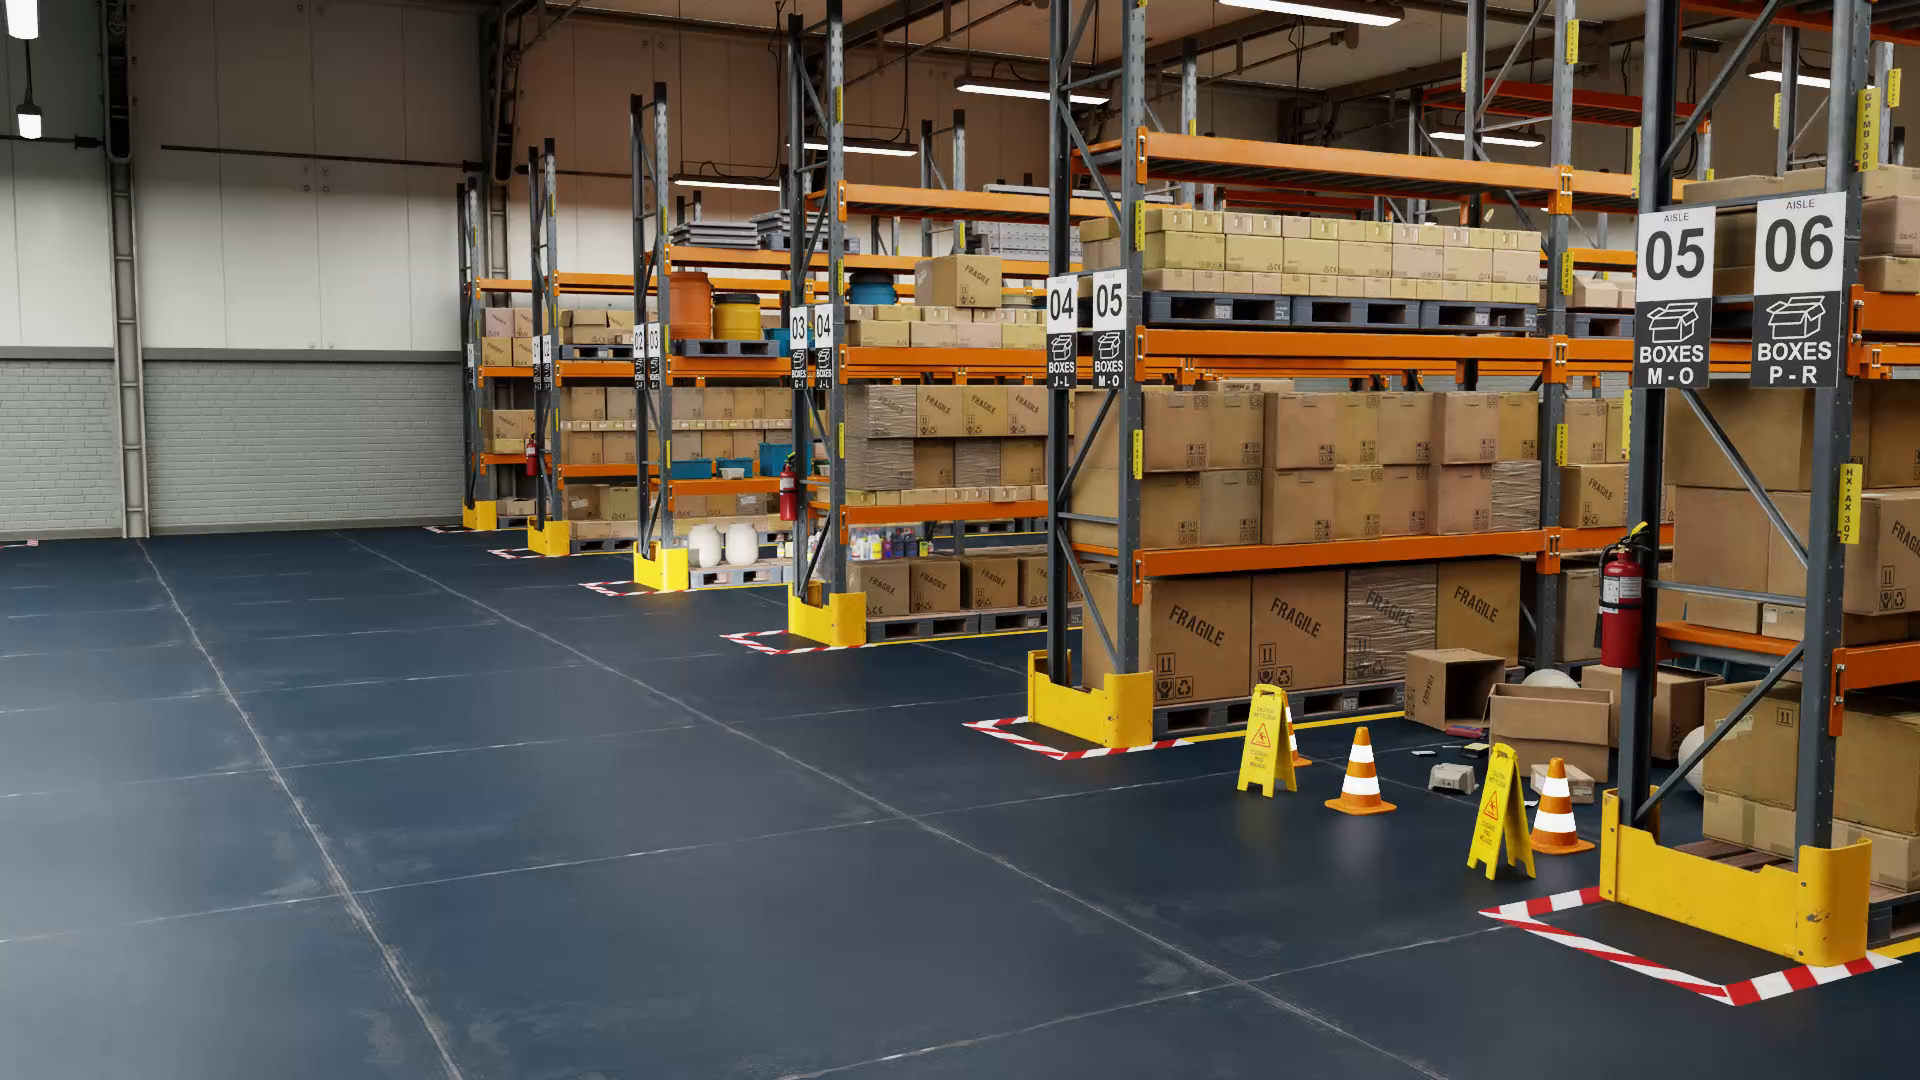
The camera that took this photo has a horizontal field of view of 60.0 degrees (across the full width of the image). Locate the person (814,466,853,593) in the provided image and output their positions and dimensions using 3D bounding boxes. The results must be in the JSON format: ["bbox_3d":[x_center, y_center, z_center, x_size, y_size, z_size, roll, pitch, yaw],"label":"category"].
[{"bbox_3d":[-1.326,-0.071,17.867,0.448,1.682,0.486,-4,6,-34],"label":"person"}]
